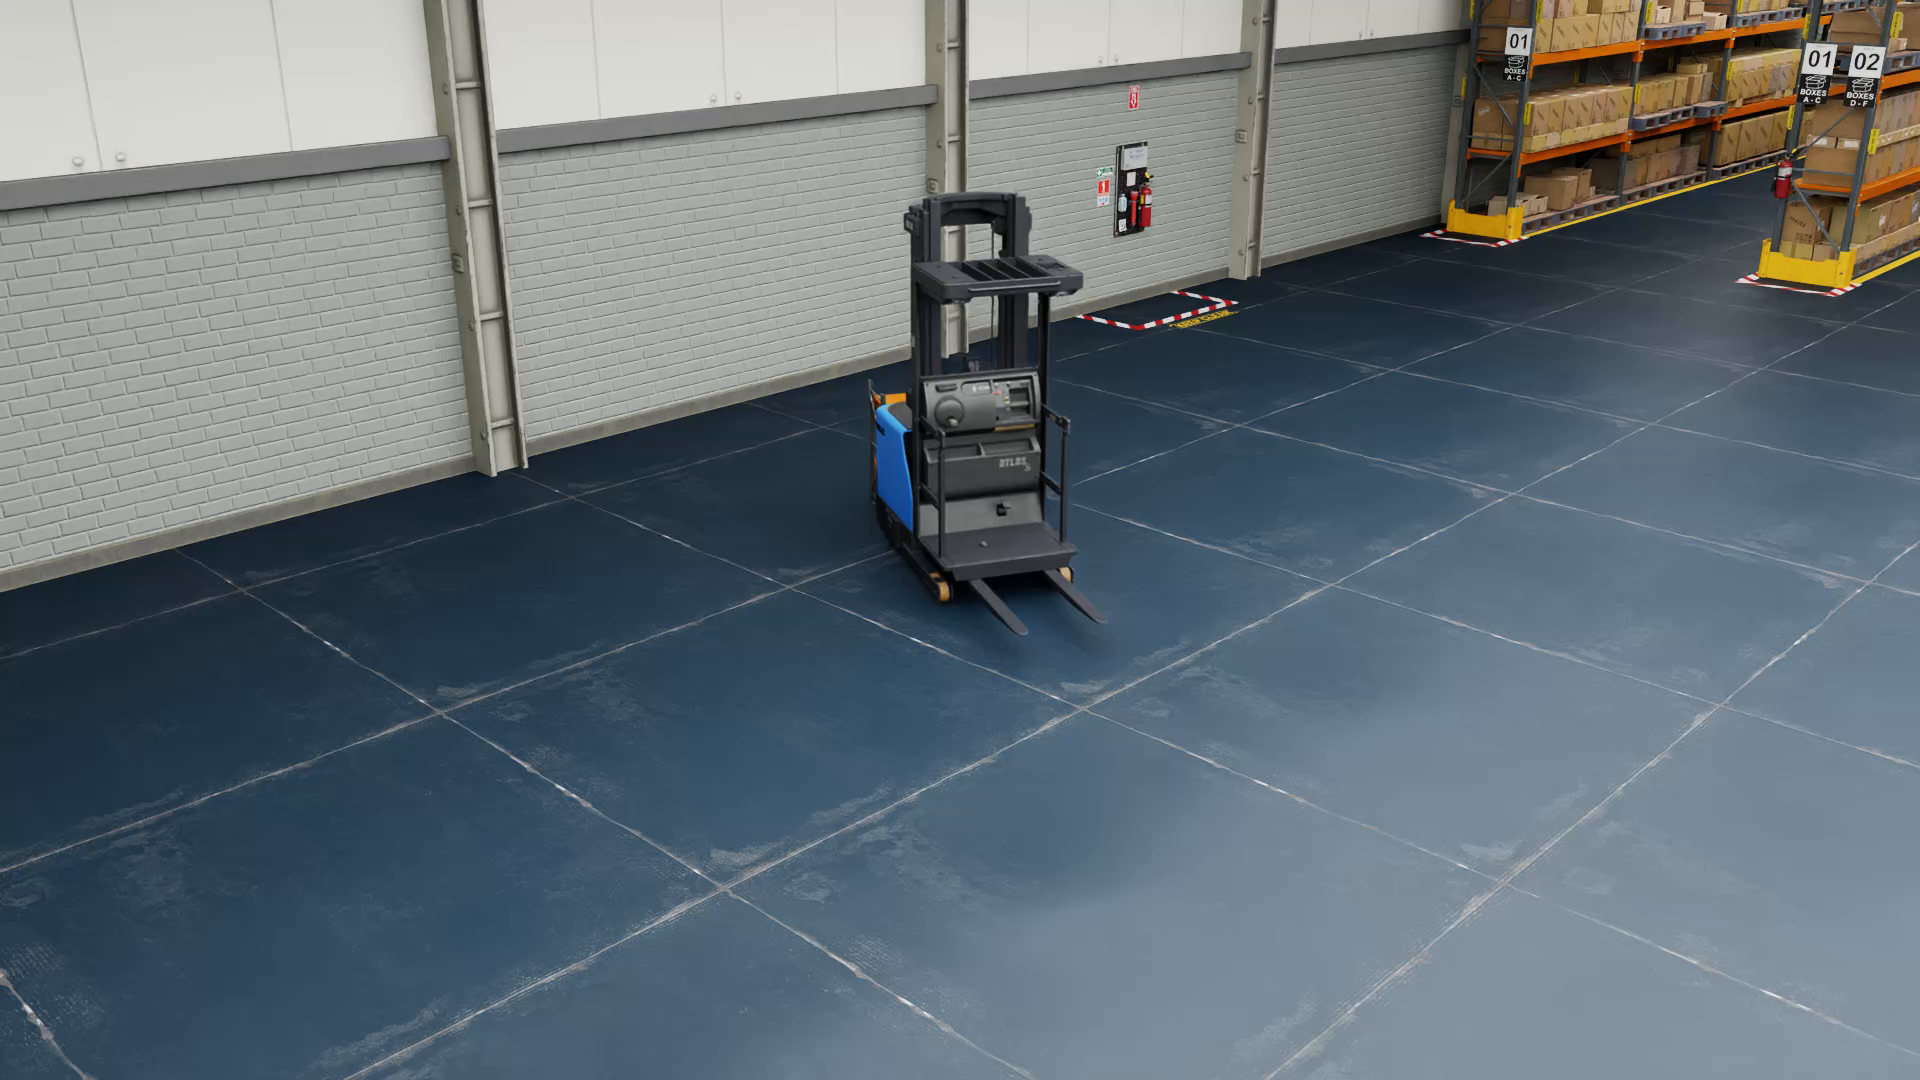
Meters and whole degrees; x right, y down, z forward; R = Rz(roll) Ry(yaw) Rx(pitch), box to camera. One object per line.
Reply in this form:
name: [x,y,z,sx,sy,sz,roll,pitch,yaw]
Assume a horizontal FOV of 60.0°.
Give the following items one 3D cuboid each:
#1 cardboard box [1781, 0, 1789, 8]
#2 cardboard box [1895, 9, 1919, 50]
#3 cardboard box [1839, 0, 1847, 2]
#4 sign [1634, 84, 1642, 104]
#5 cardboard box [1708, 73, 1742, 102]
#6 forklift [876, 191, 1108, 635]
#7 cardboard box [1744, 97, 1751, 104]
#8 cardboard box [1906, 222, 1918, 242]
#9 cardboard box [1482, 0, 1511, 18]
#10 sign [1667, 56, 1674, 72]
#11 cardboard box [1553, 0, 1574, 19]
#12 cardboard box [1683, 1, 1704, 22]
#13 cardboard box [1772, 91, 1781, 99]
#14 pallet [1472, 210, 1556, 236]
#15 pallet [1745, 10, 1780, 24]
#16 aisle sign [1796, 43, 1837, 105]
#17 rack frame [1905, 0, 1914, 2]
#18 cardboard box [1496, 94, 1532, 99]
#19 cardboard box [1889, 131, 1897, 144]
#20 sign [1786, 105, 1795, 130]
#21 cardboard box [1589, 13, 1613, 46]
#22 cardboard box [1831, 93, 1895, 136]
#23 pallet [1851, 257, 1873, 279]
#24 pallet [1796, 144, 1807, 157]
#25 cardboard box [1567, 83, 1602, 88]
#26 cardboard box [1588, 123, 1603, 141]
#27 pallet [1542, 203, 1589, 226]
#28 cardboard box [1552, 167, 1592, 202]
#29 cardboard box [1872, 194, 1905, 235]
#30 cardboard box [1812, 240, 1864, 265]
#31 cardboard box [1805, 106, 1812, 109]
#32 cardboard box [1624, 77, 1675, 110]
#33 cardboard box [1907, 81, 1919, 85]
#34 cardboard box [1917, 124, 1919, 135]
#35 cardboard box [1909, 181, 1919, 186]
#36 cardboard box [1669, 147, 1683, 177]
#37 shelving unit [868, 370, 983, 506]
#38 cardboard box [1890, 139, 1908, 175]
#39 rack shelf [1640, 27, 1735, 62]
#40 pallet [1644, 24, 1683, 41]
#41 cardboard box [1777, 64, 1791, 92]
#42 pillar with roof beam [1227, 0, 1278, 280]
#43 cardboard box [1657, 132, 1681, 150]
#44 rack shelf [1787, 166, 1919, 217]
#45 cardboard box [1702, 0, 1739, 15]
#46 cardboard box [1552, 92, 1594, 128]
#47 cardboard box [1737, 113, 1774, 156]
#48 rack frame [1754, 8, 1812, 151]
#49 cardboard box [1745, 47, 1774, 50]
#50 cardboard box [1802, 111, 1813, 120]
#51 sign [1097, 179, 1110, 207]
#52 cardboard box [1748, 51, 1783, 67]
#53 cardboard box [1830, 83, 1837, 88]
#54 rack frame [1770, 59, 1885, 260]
cardboard box: [16.039,-10.845,33.039,0.700,0.500,0.500,17,27,38]
cardboard box: [13.267,-7.135,23.218,0.500,0.500,0.500,19,28,41]
cardboard box: [18.121,-11.338,34.556,0.500,0.250,0.500,18,28,39]
sign: [11.545,-7.606,28.337,0.100,0.325,0.005,19,28,41]
cardboard box: [14.464,-8.619,31.599,0.500,0.500,0.500,-19,28,-40]
forklift: [0.243,-1.052,12.587,1.130,2.935,3.031,-7,22,-18]
cardboard box: [15.215,-8.620,32.505,0.250,0.149,0.380,-20,28,-41]
cardboard box: [14.180,-4.709,25.255,0.500,0.250,0.500,19,28,41]
cardboard box: [8.474,-8.406,25.885,0.500,0.500,0.500,-19,28,-40]
sign: [13.542,-9.042,31.667,0.100,0.325,0.005,19,28,41]
cardboard box: [9.190,-8.385,25.828,0.500,0.500,0.500,19,28,40]
cardboard box: [12.971,-9.511,30.149,0.637,0.503,0.797,-15,26,-35]
cardboard box: [16.185,-8.918,33.279,0.380,0.149,0.250,19,28,41]
pallet: [9.006,-5.225,27.237,1.003,0.211,1.213,19,28,41]
pallet: [15.131,-10.143,32.226,1.213,0.211,1.003,-19,28,-40]
aisle sign: [11.656,-6.339,22.623,0.394,0.787,0.004,19,28,41]
rack frame: [14.703,-8.897,24.541,1.000,3.000,0.127,19,28,41]
cardboard box: [8.895,-6.898,26.838,0.500,0.500,0.500,-20,29,-41]
cardboard box: [13.060,-5.731,23.622,0.380,0.149,0.250,18,27,39]
sign: [11.533,-5.859,23.055,0.100,0.325,0.005,19,28,41]
cardboard box: [10.255,-8.321,27.057,0.500,0.500,0.500,18,27,39]
cardboard box: [12.647,-5.988,23.386,0.700,0.500,0.500,18,28,39]
pallet: [12.416,-3.974,23.981,1.003,0.211,1.213,19,28,41]
pallet: [17.318,-8.266,35.149,1.003,0.211,1.213,19,28,41]
cardboard box: [10.674,-7.556,28.551,0.500,0.500,0.500,18,28,39]
cardboard box: [10.345,-6.818,27.676,0.500,0.250,0.500,19,28,40]
pallet: [9.857,-5.537,28.049,1.003,0.211,1.213,19,28,41]
cardboard box: [10.456,-6.097,28.490,0.500,0.500,0.500,17,27,37]
cardboard box: [13.494,-4.798,24.441,0.500,0.500,0.500,19,28,41]
cardboard box: [12.446,-4.063,23.574,0.500,0.250,0.500,19,28,41]
cardboard box: [18.166,-9.303,35.954,0.380,0.149,0.250,20,28,41]
cardboard box: [12.362,-8.029,29.892,0.500,0.500,0.700,-16,26,-35]
cardboard box: [14.398,-6.633,25.066,0.700,0.500,0.500,19,28,41]
cardboard box: [13.956,-6.062,24.482,0.380,0.149,0.250,19,28,40]
cardboard box: [15.488,-5.710,27.077,0.500,0.311,0.500,19,28,40]
cardboard box: [13.034,-7.101,31.101,0.700,0.500,0.500,19,28,41]
shelving unit: [-0.225,-0.835,14.542,1.048,1.125,0.538,-6,22,-16]
cardboard box: [13.325,-5.631,24.265,0.500,0.500,0.700,-19,28,-40]
rack shelf: [12.546,-8.914,29.769,1.077,0.370,4.000,19,28,41]
pallet: [11.658,-8.780,28.680,1.213,0.211,1.003,19,28,41]
cardboard box: [16.242,-9.272,33.296,0.500,0.500,0.500,20,28,41]
pillar with roof beam: [7.128,-6.884,19.305,9.100,9.000,0.400,19,28,41]
cardboard box: [13.034,-7.423,30.895,0.500,0.250,0.500,-20,28,-41]
rack shelf: [13.308,-5.247,24.409,1.077,0.370,4.000,19,28,41]
cardboard box: [14.232,-10.153,31.236,0.700,0.500,0.500,17,27,37]
cardboard box: [9.977,-7.036,27.196,0.500,0.500,0.500,-19,28,-40]
cardboard box: [15.754,-8.156,33.386,0.750,0.750,0.750,-19,28,-40]
rack frame: [16.732,-9.392,34.191,1.000,3.000,0.127,19,28,41]
cardboard box: [16.224,-9.884,33.843,0.500,0.250,0.500,-19,28,-40]
cardboard box: [17.697,-8.933,34.991,0.250,0.149,0.380,-19,28,-40]
sign: [1.833,-4.436,21.247,0.001,0.329,0.234,19,28,41]
cardboard box: [15.870,-9.493,32.826,0.500,0.250,0.500,-19,28,-41]
cardboard box: [18.136,-10.043,35.467,0.980,0.700,0.700,18,27,38]
rack frame: [11.912,-5.069,22.942,1.000,3.000,0.127,19,28,41]
